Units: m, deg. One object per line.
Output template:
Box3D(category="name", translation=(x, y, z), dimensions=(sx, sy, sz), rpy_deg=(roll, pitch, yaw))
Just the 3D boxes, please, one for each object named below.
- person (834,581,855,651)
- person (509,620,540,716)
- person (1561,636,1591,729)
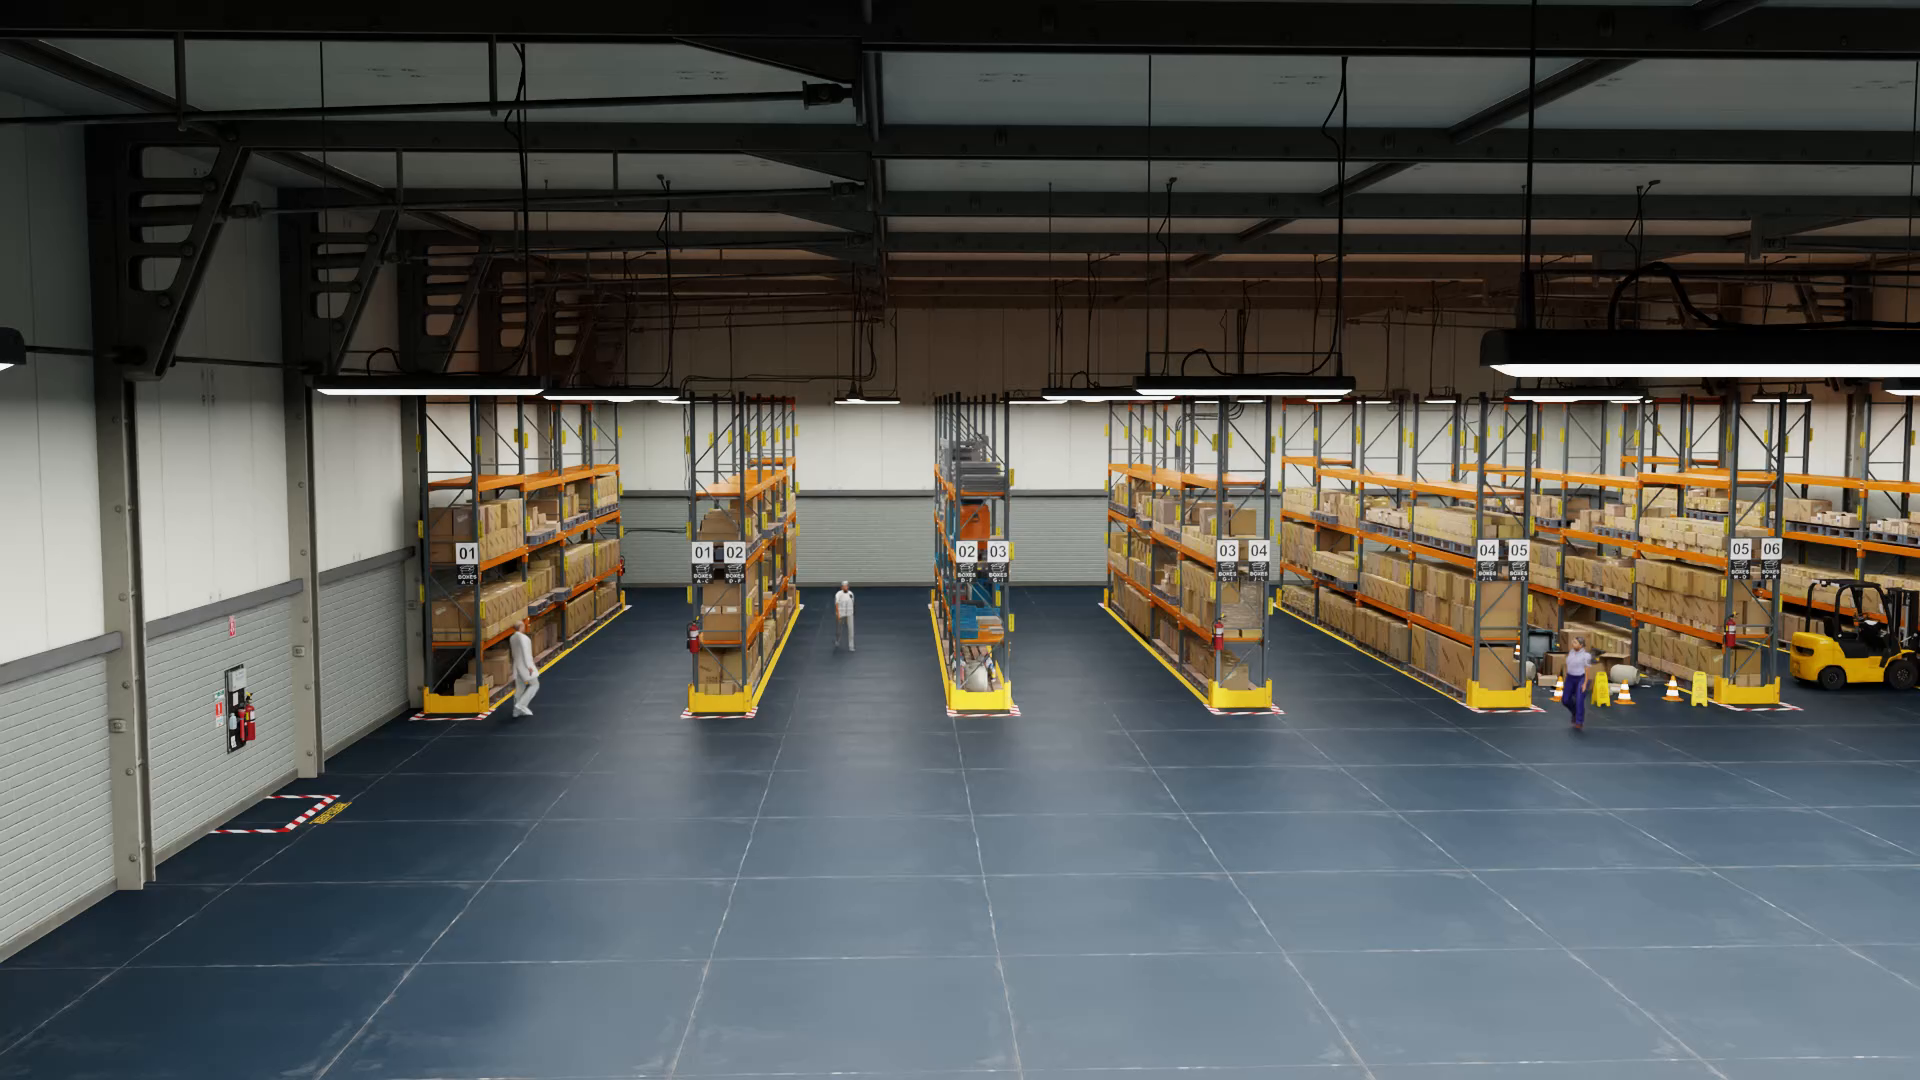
Box3D(category="person", translation=(-2.705, 1.763, 39.111), dimensions=(0.472, 1.613, 0.981), rpy_deg=(-1, 5, -13))
Box3D(category="person", translation=(-8.110, 2.367, 30.786), dimensions=(0.712, 1.758, 0.543), rpy_deg=(4, 6, 38))
Box3D(category="person", translation=(11.021, 2.518, 29.592), dimensions=(0.472, 1.635, 0.520), rpy_deg=(4, 6, 44))
